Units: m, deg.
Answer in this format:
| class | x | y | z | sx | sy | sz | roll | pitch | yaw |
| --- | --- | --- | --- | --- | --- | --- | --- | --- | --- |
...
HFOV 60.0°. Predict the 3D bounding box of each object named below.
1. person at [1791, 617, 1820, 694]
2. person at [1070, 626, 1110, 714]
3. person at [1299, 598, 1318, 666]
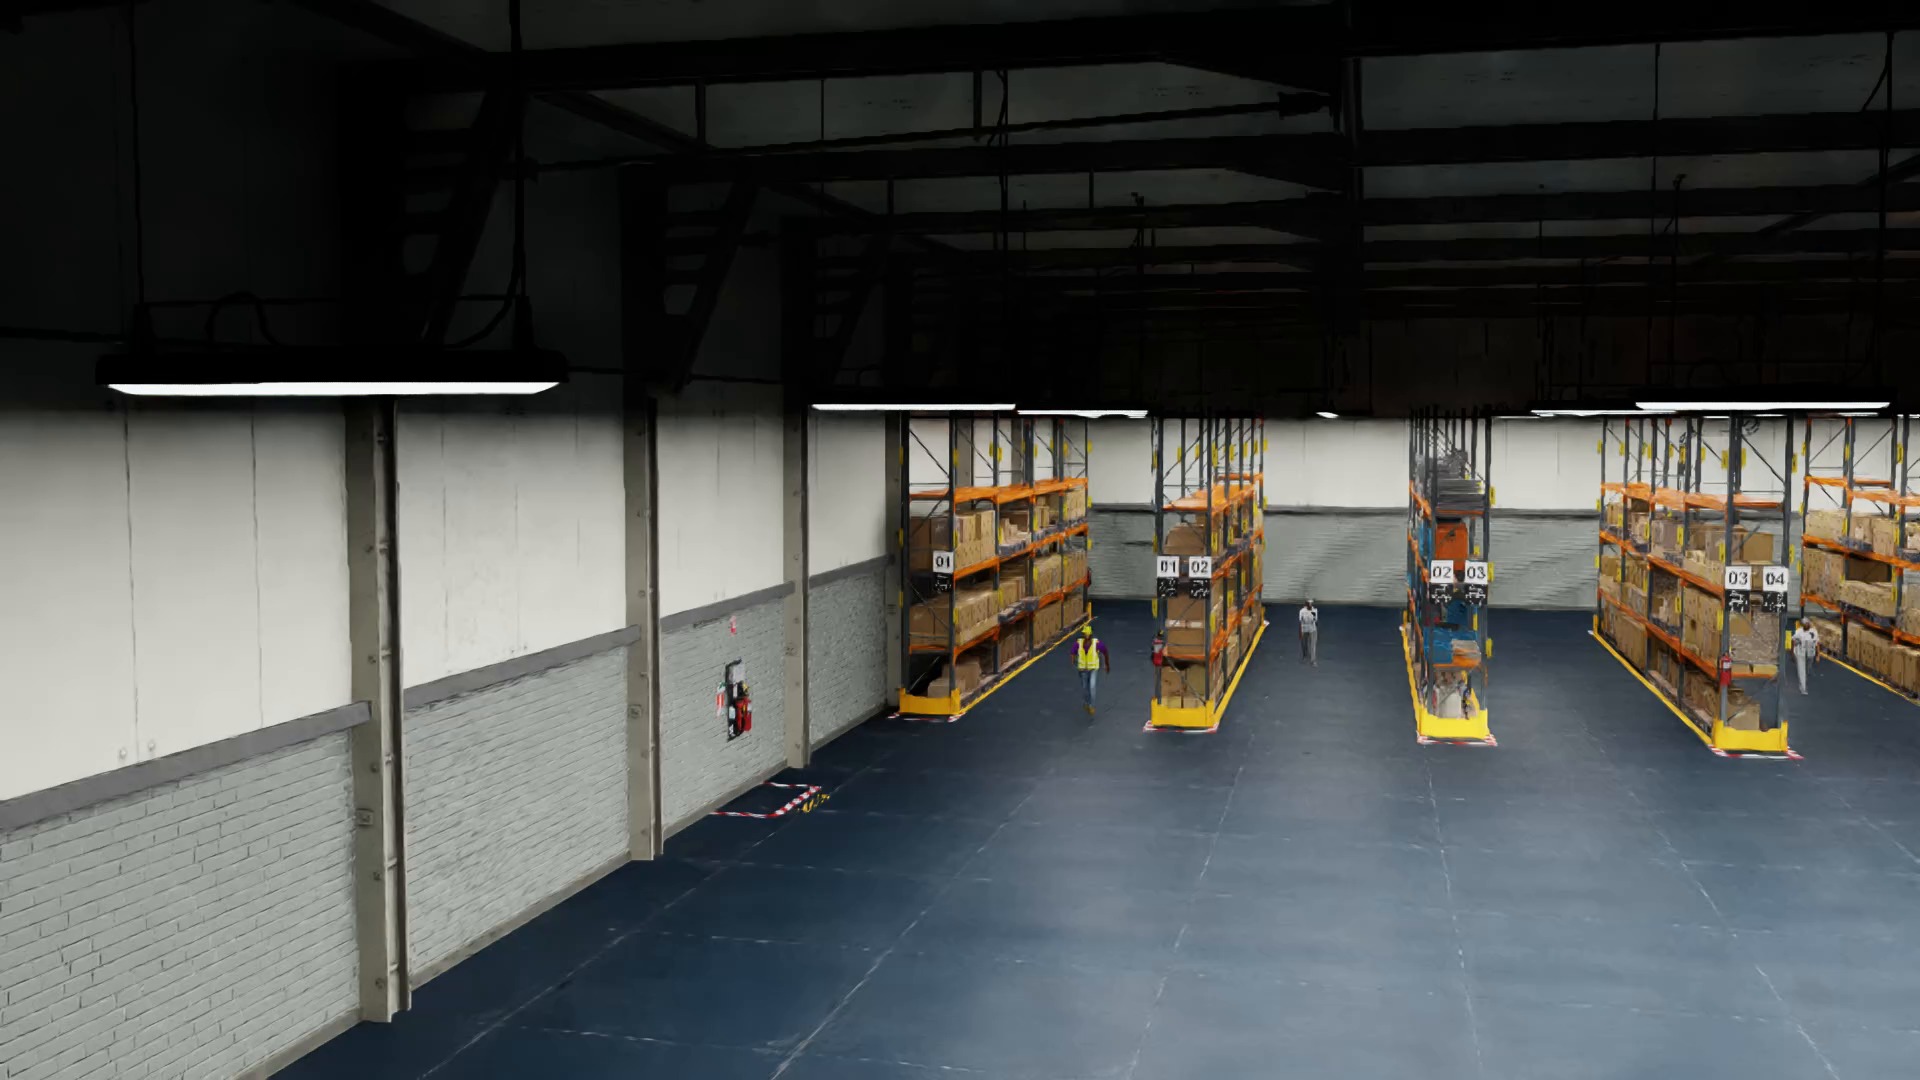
| class | x | y | z | sx | sy | sz | roll | pitch | yaw |
| --- | --- | --- | --- | --- | --- | --- | --- | --- | --- |
| person | 17.798 | 2.407 | 34.974 | 0.493 | 1.605 | 1.000 | 1 | 4 | 13 |
| person | 2.534 | 2.521 | 32.739 | 0.738 | 1.701 | 0.830 | 1 | 4 | 19 |
| person | 8.152 | 2.120 | 38.908 | 0.455 | 1.585 | 1.088 | 1 | 4 | 12 |
